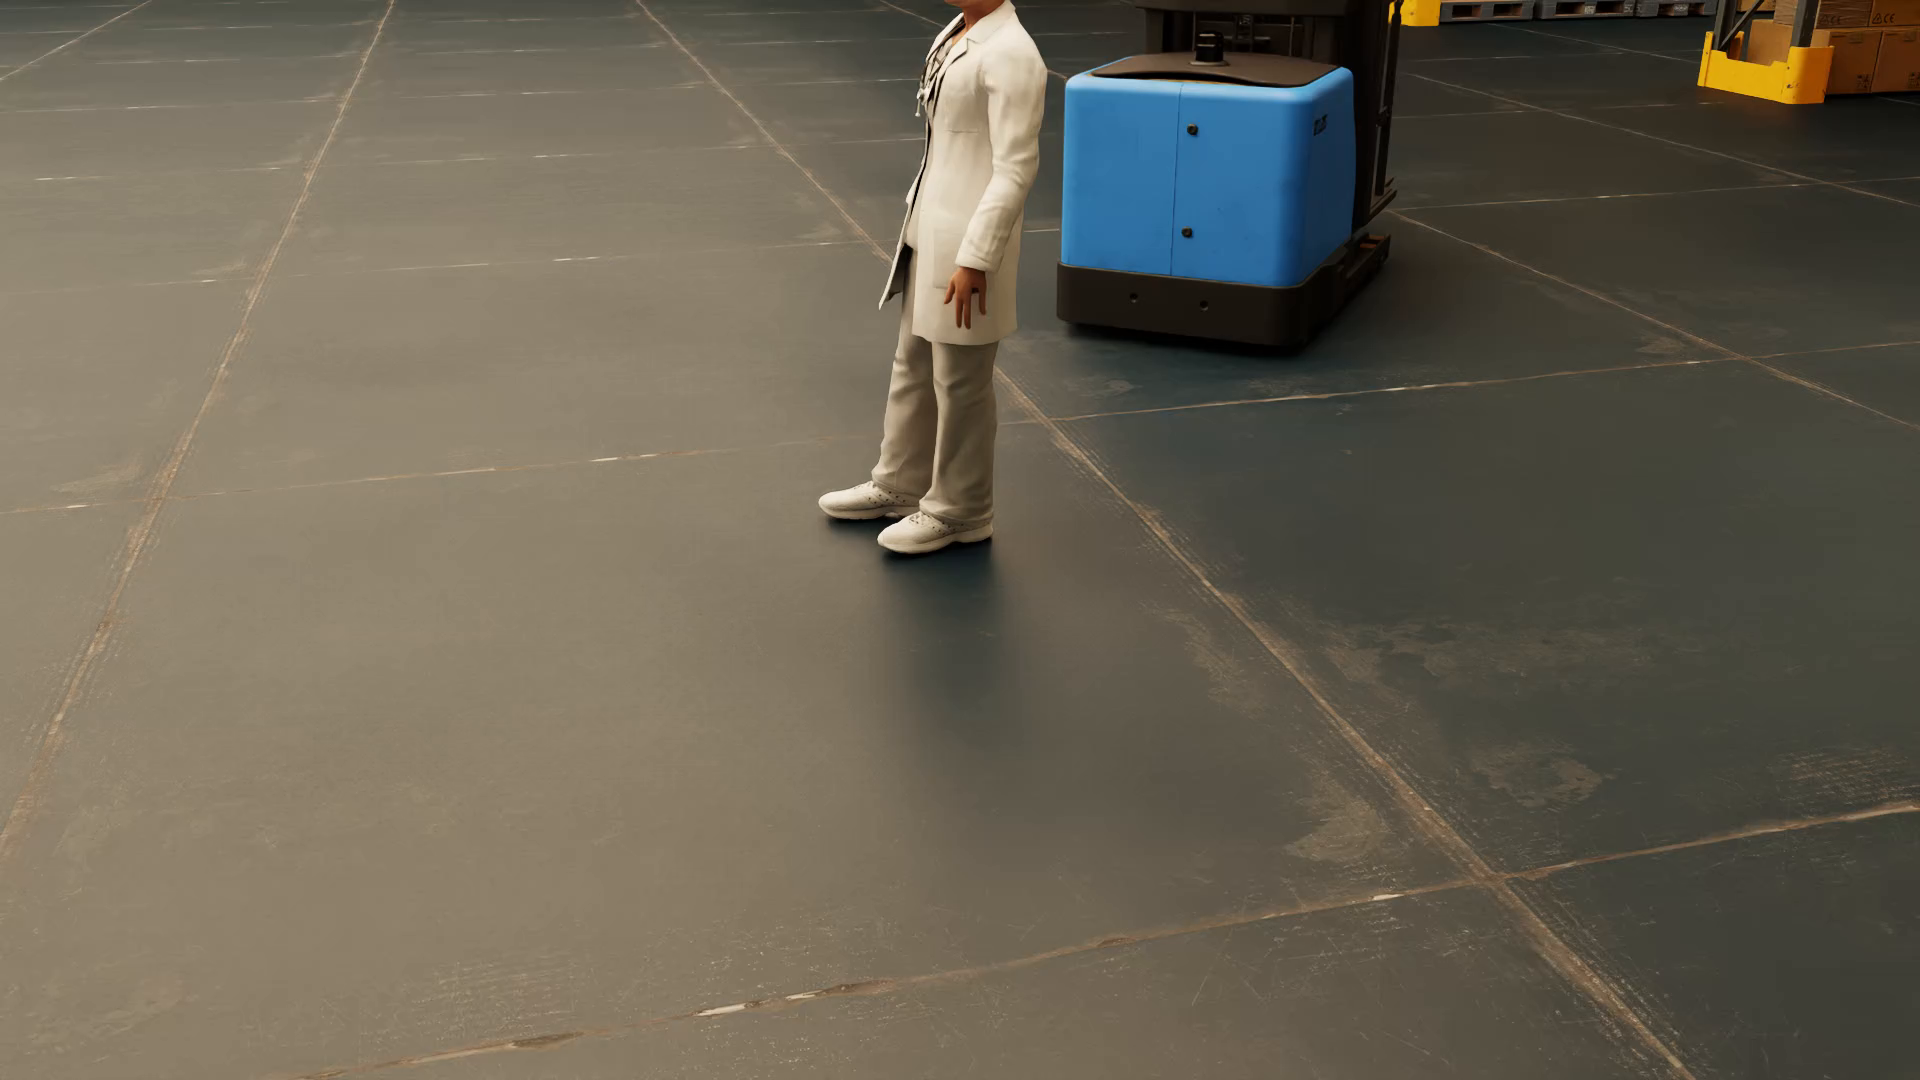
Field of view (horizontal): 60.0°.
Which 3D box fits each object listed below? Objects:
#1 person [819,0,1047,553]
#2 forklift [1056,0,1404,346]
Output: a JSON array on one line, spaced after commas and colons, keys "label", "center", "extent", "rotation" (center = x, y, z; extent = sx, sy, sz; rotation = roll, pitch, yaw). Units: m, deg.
[{"label": "person", "center": [-0.088, -0.817, 4.685], "extent": [0.581, 1.775, 0.694], "rotation": [-6, 24, -14]}, {"label": "forklift", "center": [1.475, -2.676, 7.596], "extent": [1.130, 2.935, 3.031], "rotation": [10, 25, 22]}]
